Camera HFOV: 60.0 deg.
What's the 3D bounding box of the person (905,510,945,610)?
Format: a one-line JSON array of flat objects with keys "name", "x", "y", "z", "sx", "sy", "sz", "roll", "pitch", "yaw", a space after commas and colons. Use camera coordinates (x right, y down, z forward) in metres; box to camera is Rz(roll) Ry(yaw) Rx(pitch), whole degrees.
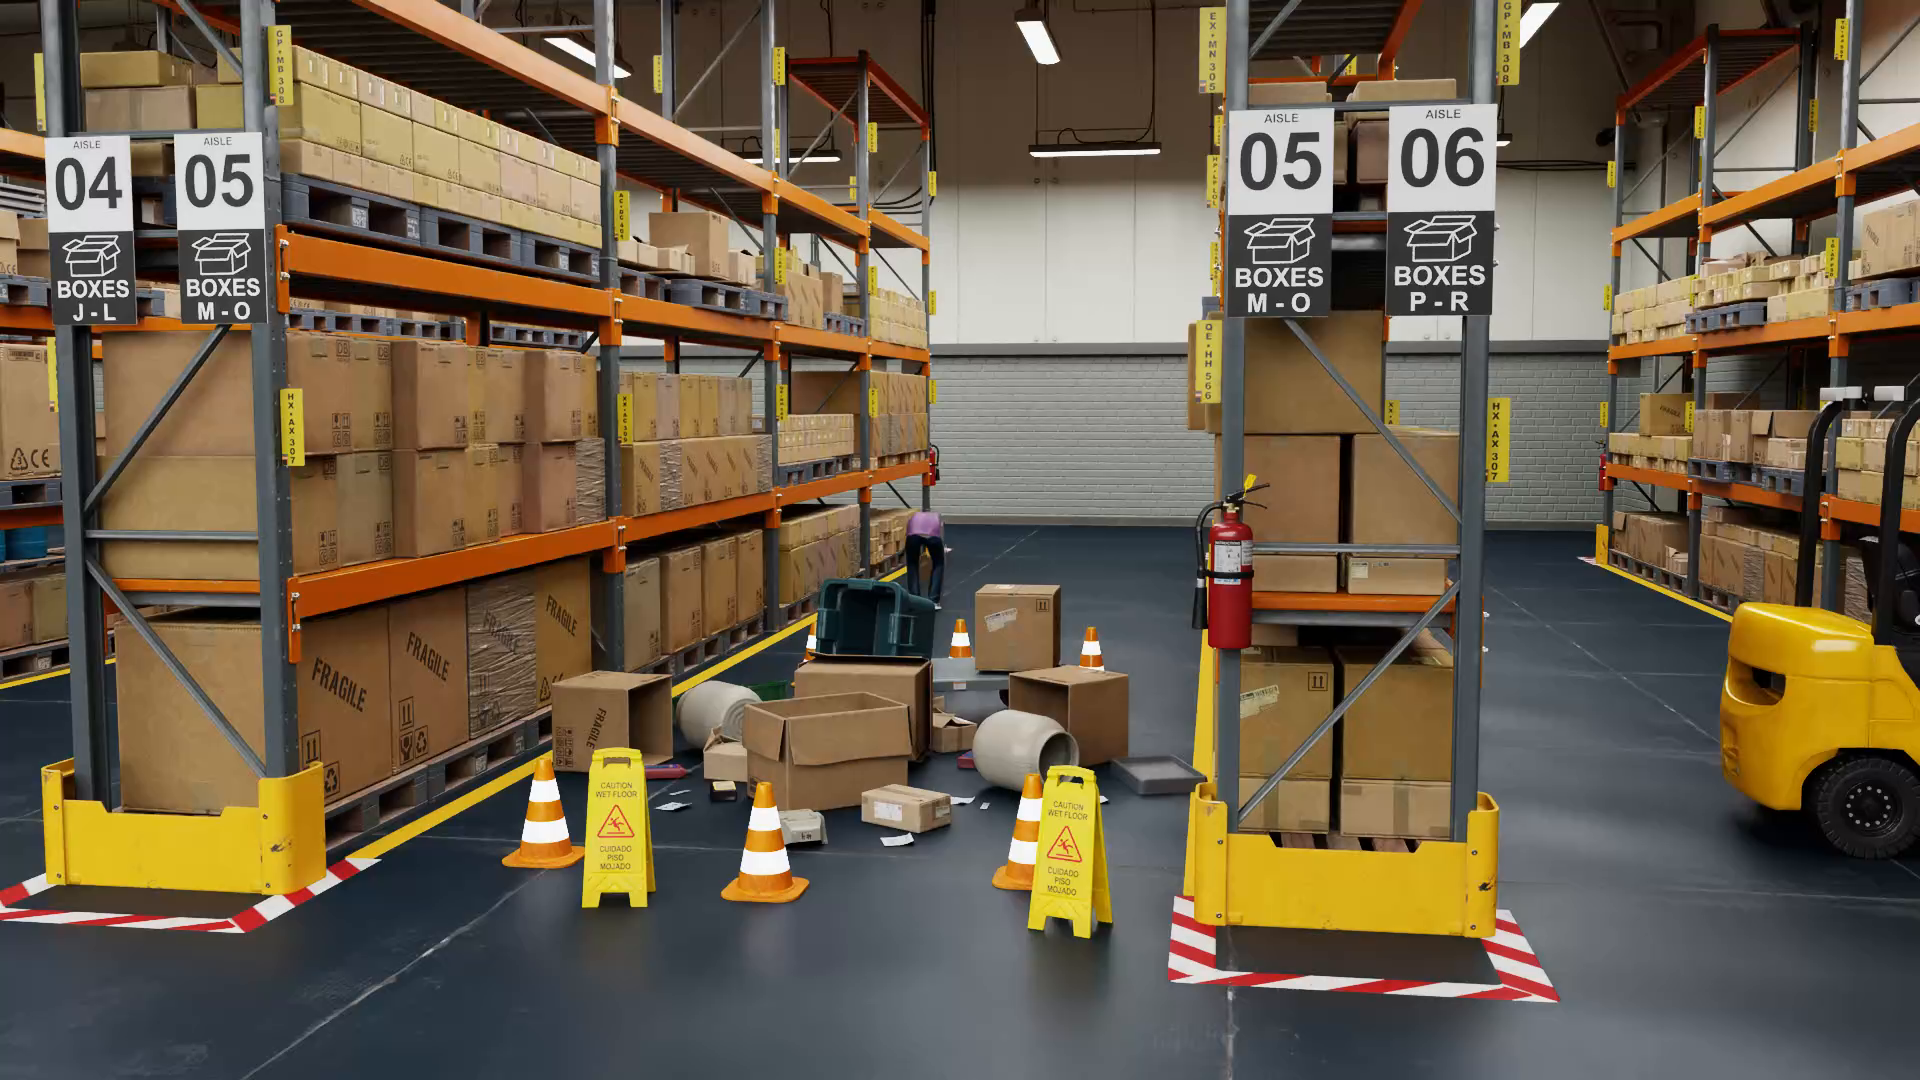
[{"name": "person", "x": -0.335, "y": 0.193, "z": 16.928, "sx": 0.391, "sy": 1.001, "sz": 0.871, "roll": 1, "pitch": 5, "yaw": 7}]
